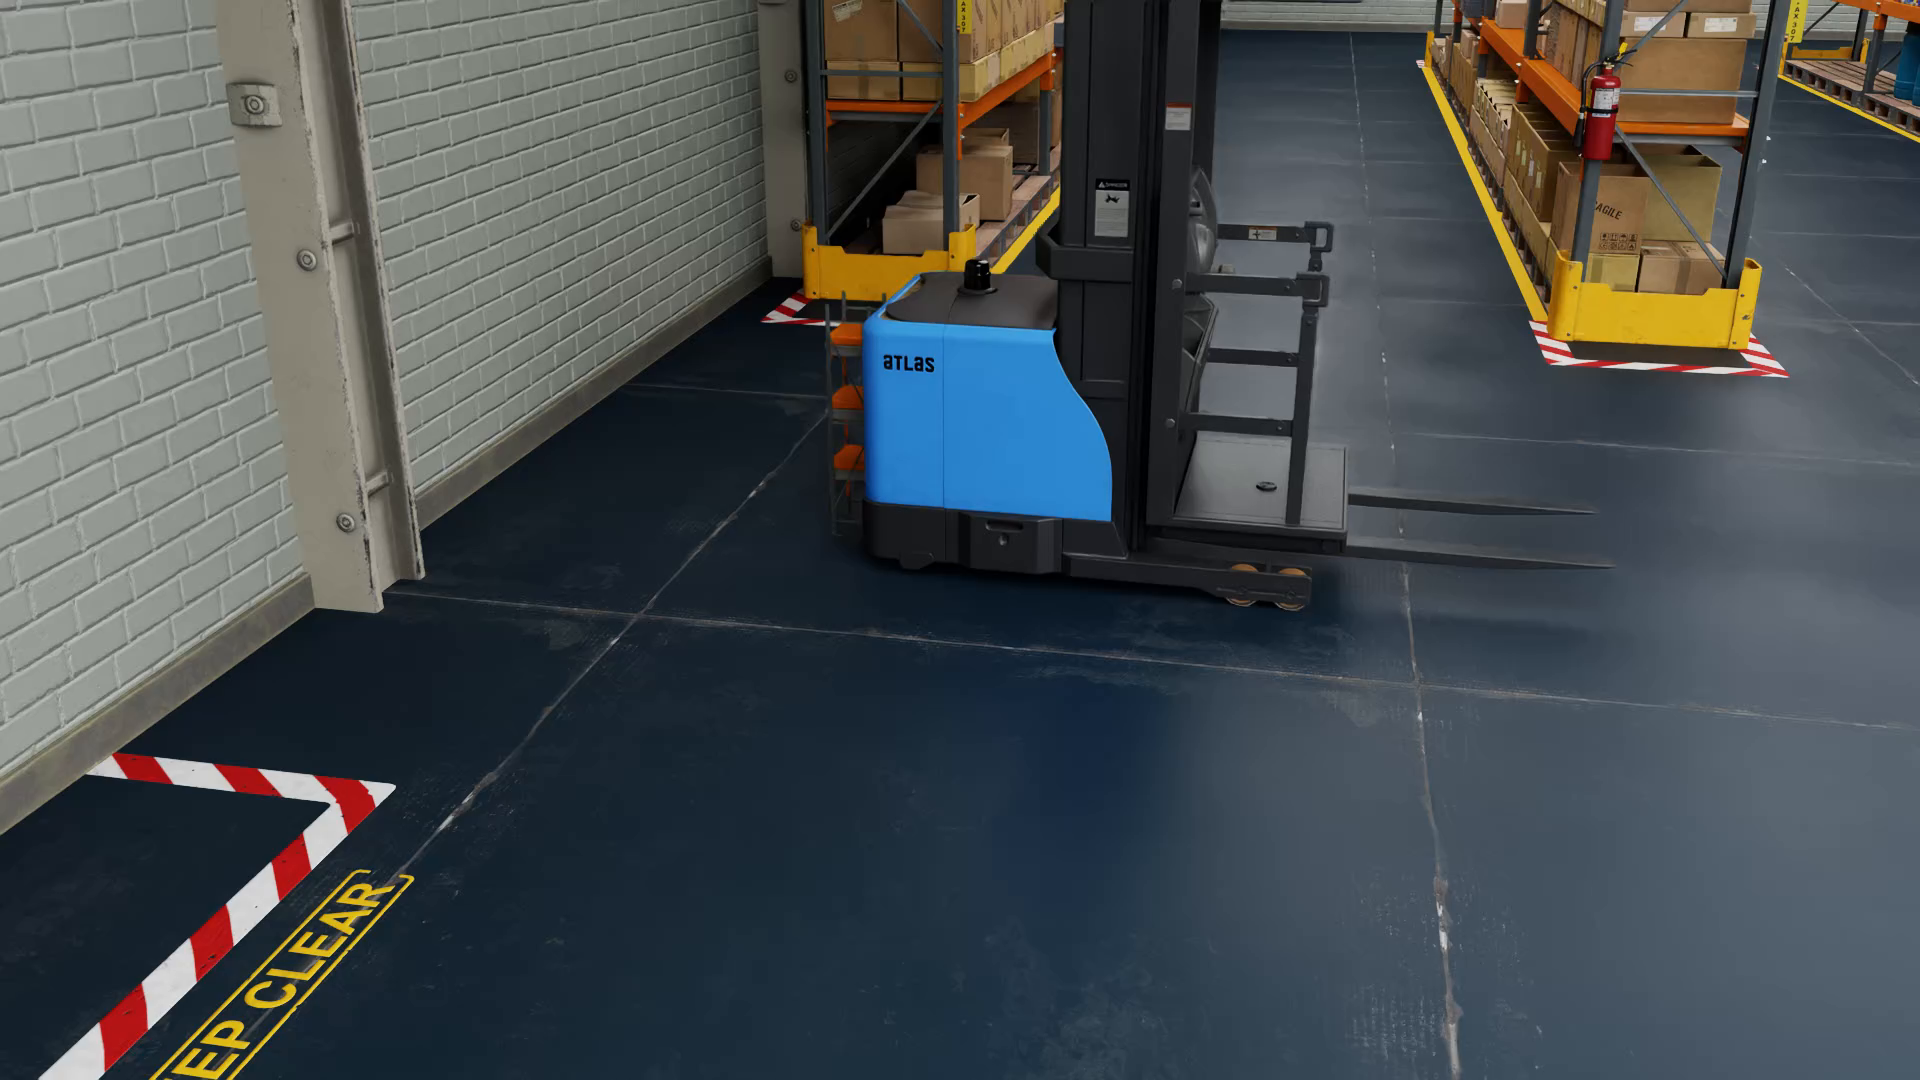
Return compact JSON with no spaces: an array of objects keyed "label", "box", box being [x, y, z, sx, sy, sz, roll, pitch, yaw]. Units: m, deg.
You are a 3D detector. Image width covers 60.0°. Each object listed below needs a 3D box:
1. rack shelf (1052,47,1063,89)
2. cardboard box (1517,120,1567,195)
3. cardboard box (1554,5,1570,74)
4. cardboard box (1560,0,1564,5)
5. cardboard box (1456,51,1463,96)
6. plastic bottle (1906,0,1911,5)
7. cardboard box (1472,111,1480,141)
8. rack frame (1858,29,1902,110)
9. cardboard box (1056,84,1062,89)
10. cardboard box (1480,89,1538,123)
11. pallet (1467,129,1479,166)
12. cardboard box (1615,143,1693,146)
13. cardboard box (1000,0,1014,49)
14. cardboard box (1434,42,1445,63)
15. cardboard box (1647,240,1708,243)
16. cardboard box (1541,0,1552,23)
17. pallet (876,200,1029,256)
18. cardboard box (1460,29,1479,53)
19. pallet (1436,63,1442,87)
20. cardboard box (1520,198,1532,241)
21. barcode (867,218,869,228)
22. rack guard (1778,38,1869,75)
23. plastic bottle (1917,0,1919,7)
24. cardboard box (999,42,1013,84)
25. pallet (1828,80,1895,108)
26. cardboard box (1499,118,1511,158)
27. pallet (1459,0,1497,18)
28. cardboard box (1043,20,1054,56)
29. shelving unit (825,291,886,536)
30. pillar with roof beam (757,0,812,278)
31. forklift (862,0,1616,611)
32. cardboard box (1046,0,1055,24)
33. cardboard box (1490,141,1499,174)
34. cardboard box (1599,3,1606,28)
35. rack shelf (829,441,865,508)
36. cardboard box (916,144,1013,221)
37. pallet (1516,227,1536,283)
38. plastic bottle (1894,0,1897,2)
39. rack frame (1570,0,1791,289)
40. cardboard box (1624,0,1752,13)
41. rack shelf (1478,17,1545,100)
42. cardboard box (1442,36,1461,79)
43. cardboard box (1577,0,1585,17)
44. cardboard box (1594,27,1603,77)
[{"label":"rack shelf","box":[0.718,-4.917,16.511,1.077,0.370,4.000,4,22,11]},{"label":"cardboard box","box":[4.555,-2.899,12.652,0.500,0.500,0.500,4,22,11]},{"label":"cardboard box","box":[4.974,-3.834,12.723,0.700,0.500,0.500,4,22,10]},{"label":"cardboard box","box":[4.761,-4.125,12.578,0.380,0.149,0.250,4,22,10]},{"label":"cardboard box","box":[6.248,-5.577,19.944,0.500,0.500,0.500,5,22,12]},{"label":"plastic bottle","box":[11.099,-6.359,19.293,0.152,0.276,0.135,4,22,11]},{"label":"cardboard box","box":[5.480,-4.173,16.817,0.500,0.250,0.500,4,22,9]},{"label":"rack frame","box":[11.641,-6.690,19.950,1.000,3.000,0.127,4,22,11]},{"label":"cardboard box","box":[0.737,-4.396,17.012,0.700,0.500,0.500,4,22,11]},{"label":"cardboard box","box":[5.376,-4.238,16.228,0.500,0.311,0.500,4,22,9]},{"label":"pallet","box":[5.770,-4.015,17.039,1.003,0.211,1.213,4,22,11]},{"label":"cardboard box","box":[4.979,-2.675,12.096,0.500,0.500,0.500,4,22,11]},{"label":"cardboard box","box":[0.107,-3.864,12.104,0.500,0.500,0.500,4,22,9]},{"label":"cardboard box","box":[7.016,-6.918,23.607,0.500,0.250,0.500,4,22,11]},{"label":"cardboard box","box":[4.769,-1.962,11.329,0.500,0.250,0.500,4,22,11]},{"label":"cardboard box","box":[5.440,-4.662,14.780,0.500,0.500,0.500,6,23,15]},{"label":"pallet","box":[-0.040,-2.530,13.354,1.003,0.211,1.213,4,22,11]},{"label":"cardboard box","box":[6.251,-5.938,19.834,0.500,0.250,0.500,5,22,11]},{"label":"pallet","box":[7.180,-6.474,23.147,1.003,0.211,1.213,4,22,11]},{"label":"cardboard box","box":[4.458,-2.368,12.337,0.500,0.250,0.500,4,22,11]},{"label":"barcode","box":[-0.665,-2.301,12.050,0.001,0.075,0.075,4,22,11]},{"label":"rack guard","box":[12.449,-7.003,24.074,1.175,0.500,0.348,4,22,11]},{"label":"plastic bottle","box":[10.967,-6.210,18.913,0.061,0.283,0.133,4,22,11]},{"label":"cardboard box","box":[0.106,-3.528,12.271,0.500,0.250,0.500,4,22,10]},{"label":"pallet","box":[11.753,-5.669,21.146,1.003,0.211,1.213,4,22,11]},{"label":"cardboard box","box":[4.962,-3.493,14.379,0.500,0.311,0.500,4,22,11]},{"label":"pallet","box":[6.046,-5.771,17.923,1.213,0.211,1.003,4,22,11]},{"label":"cardboard box","box":[0.510,-4.263,14.097,0.500,0.250,0.500,5,22,11]},{"label":"shelving unit","box":[-0.444,-0.545,7.301,0.215,1.050,0.252,5,22,12]},{"label":"pillar with roof beam","box":[3.004,-5.833,9.792,9.100,9.000,0.400,4,22,11]},{"label":"forklift","box":[1.161,-1.295,6.645,3.031,2.935,1.130,5,22,12]},{"label":"cardboard box","box":[0.516,-4.611,13.957,0.500,0.500,0.500,4,22,11]},{"label":"cardboard box","box":[5.066,-3.421,14.952,0.500,0.250,0.500,4,22,10]},{"label":"cardboard box","box":[4.339,-3.371,10.707,0.380,0.149,0.250,4,22,10]},{"label":"rack shelf","box":[-0.444,-0.277,7.409,0.215,0.259,0.240,5,22,12]},{"label":"cardboard box","box":[0.038,-2.820,13.099,0.700,0.500,0.500,3,22,8]},{"label":"pallet","box":[4.710,-2.115,12.322,1.003,0.211,1.213,4,22,11]},{"label":"plastic bottle","box":[11.148,-6.534,19.720,0.061,0.283,0.133,4,22,11]},{"label":"rack frame","box":[4.344,-2.681,9.994,1.000,3.000,0.127,4,22,11]},{"label":"cardboard box","box":[4.462,-3.518,10.203,0.700,0.500,0.500,5,22,11]},{"label":"rack shelf","box":[5.568,-4.541,15.577,1.077,0.370,4.000,4,22,11]},{"label":"cardboard box","box":[6.631,-6.344,21.847,0.500,0.500,0.500,4,22,11]},{"label":"cardboard box","box":[4.549,-3.749,11.646,0.380,0.149,0.250,4,22,10]},{"label":"cardboard box","box":[4.554,-3.089,10.875,0.700,0.500,0.500,5,22,12]}]
